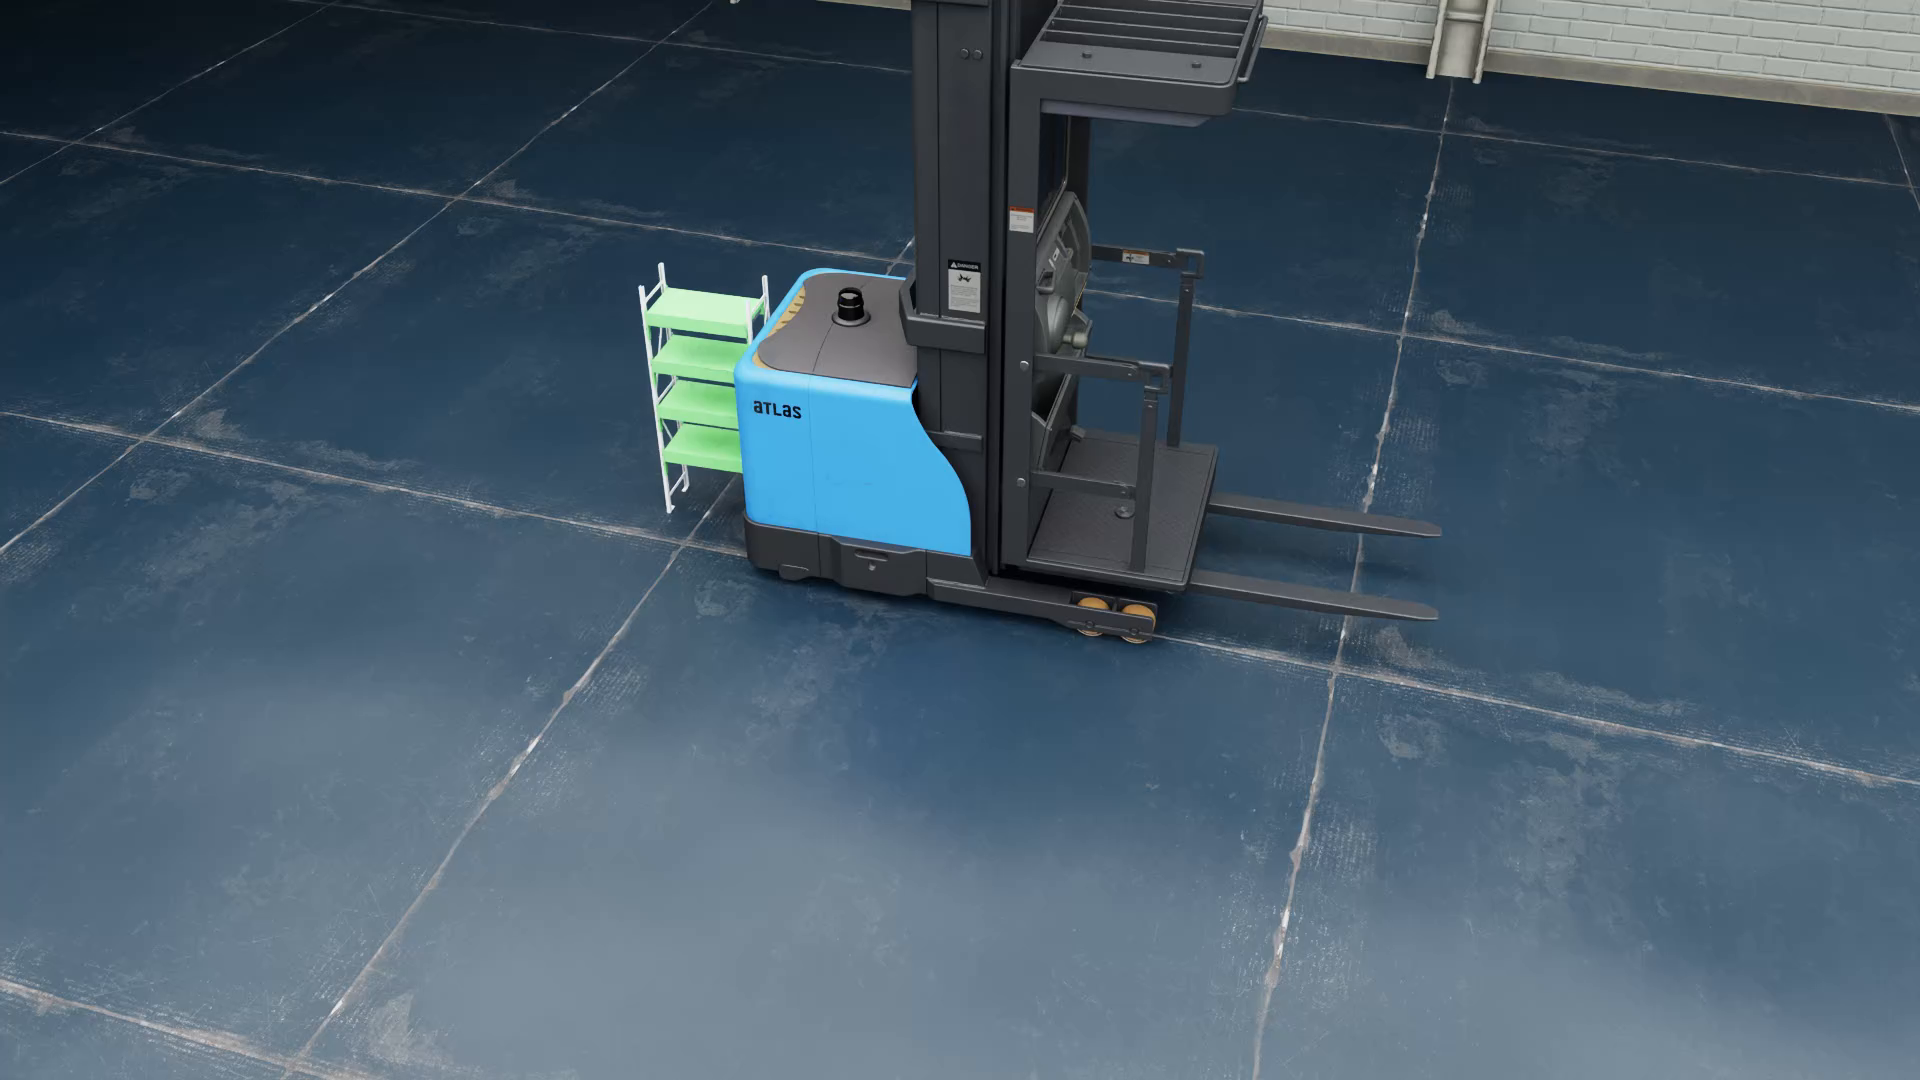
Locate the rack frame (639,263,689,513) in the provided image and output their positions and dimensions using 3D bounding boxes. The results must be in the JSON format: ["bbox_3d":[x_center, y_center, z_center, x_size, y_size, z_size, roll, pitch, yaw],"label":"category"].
[{"bbox_3d":[-1.357,-0.680,7.662,0.015,1.200,0.240,9,37,12],"label":"rack frame"}]

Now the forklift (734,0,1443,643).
[{"bbox_3d":[0.610,-1.087,6.754,3.031,2.935,1.130,9,37,12],"label":"forklift"}]

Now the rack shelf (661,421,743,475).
[{"bbox_3d":[-1.121,-0.399,7.793,0.480,0.148,0.258,9,37,12],"label":"rack shelf"}]

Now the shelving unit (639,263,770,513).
[{"bbox_3d":[-1.121,-0.644,7.613,0.503,1.200,0.258,9,37,12],"label":"shelving unit"}]

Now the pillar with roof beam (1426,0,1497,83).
[{"bbox_3d":[2.441,-4.703,6.549,0.400,9.000,9.100,10,38,14],"label":"pillar with roof beam"}]

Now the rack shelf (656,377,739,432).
[{"bbox_3d":[-1.121,-0.593,7.651,0.480,0.148,0.258,9,37,12],"label":"rack shelf"}]

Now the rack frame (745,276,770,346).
[{"bbox_3d":[-0.885,-0.608,7.564,0.015,1.200,0.240,9,37,12],"label":"rack frame"}]

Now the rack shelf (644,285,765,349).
[{"bbox_3d":[-1.121,-0.979,7.366,0.480,0.148,0.258,9,37,12],"label":"rack shelf"}]

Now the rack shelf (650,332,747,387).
[{"bbox_3d":[-1.121,-0.786,7.508,0.480,0.148,0.258,9,37,12],"label":"rack shelf"}]
